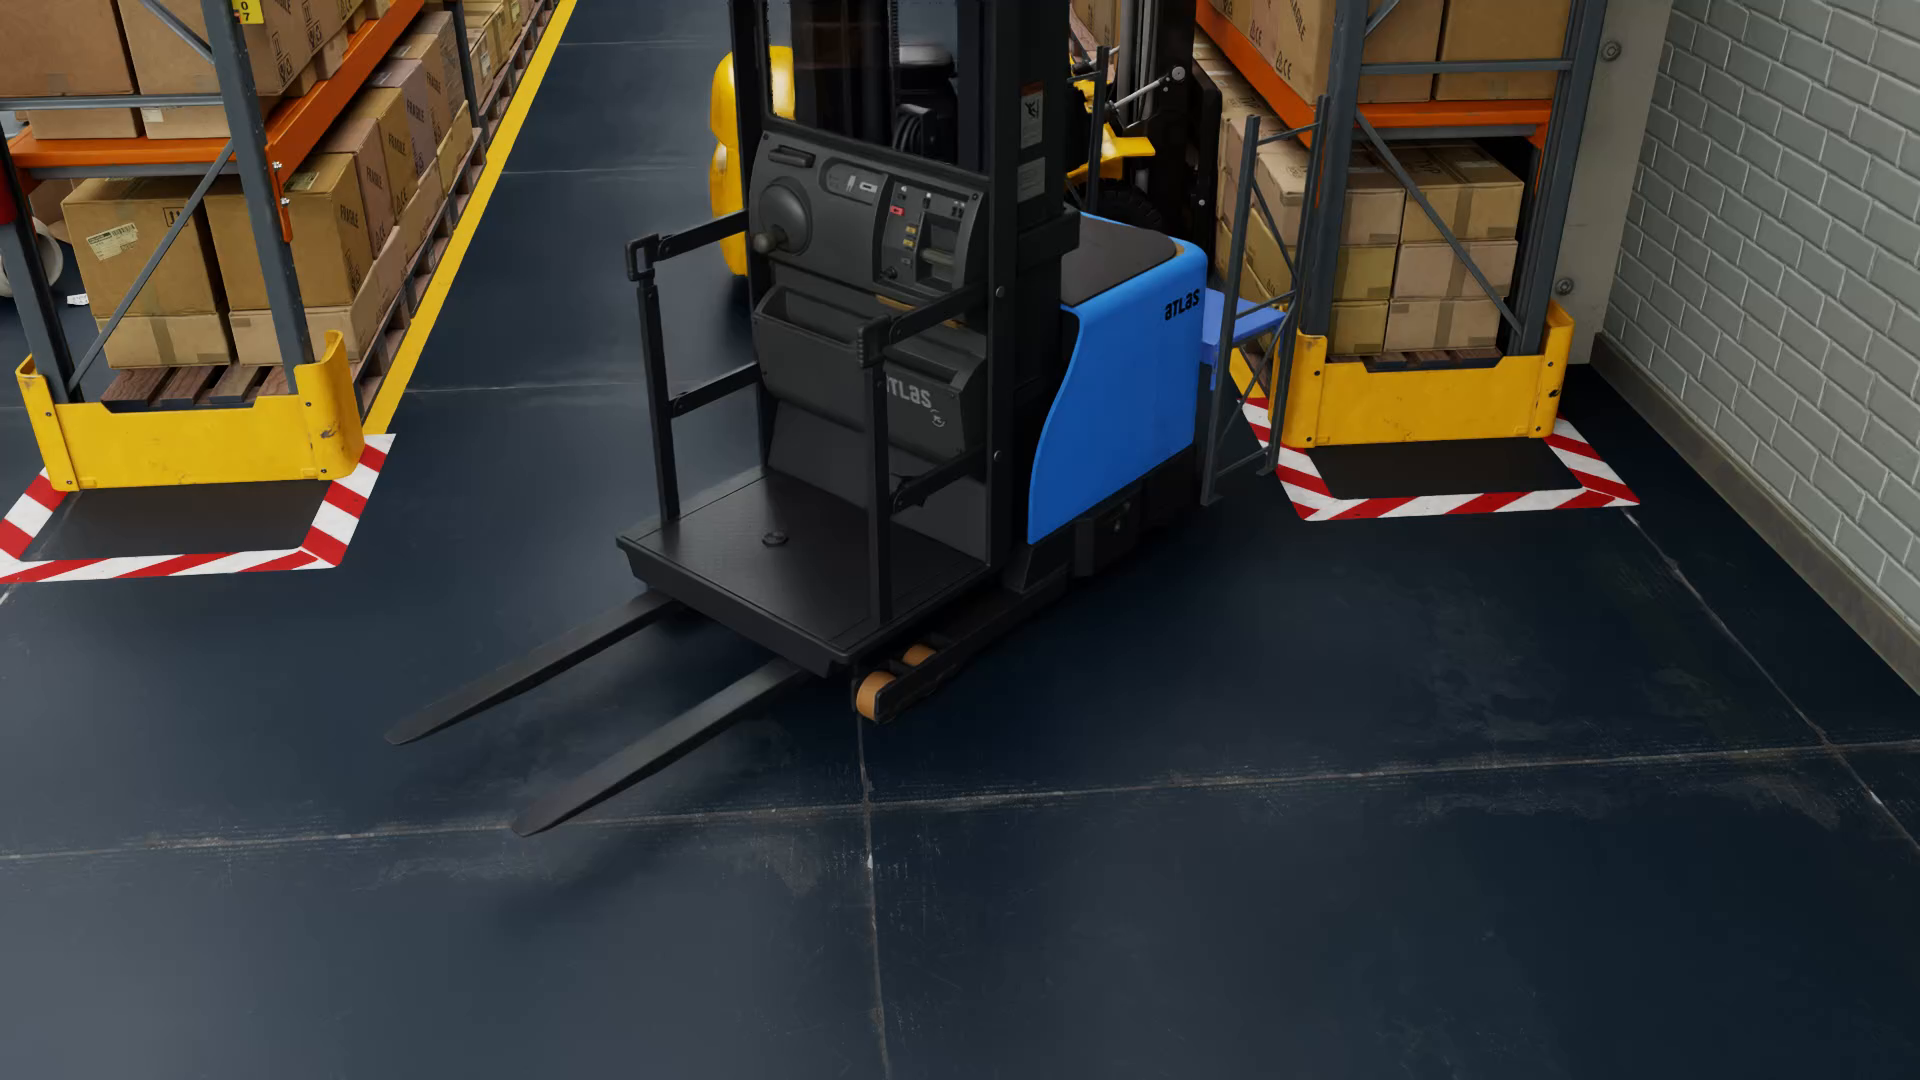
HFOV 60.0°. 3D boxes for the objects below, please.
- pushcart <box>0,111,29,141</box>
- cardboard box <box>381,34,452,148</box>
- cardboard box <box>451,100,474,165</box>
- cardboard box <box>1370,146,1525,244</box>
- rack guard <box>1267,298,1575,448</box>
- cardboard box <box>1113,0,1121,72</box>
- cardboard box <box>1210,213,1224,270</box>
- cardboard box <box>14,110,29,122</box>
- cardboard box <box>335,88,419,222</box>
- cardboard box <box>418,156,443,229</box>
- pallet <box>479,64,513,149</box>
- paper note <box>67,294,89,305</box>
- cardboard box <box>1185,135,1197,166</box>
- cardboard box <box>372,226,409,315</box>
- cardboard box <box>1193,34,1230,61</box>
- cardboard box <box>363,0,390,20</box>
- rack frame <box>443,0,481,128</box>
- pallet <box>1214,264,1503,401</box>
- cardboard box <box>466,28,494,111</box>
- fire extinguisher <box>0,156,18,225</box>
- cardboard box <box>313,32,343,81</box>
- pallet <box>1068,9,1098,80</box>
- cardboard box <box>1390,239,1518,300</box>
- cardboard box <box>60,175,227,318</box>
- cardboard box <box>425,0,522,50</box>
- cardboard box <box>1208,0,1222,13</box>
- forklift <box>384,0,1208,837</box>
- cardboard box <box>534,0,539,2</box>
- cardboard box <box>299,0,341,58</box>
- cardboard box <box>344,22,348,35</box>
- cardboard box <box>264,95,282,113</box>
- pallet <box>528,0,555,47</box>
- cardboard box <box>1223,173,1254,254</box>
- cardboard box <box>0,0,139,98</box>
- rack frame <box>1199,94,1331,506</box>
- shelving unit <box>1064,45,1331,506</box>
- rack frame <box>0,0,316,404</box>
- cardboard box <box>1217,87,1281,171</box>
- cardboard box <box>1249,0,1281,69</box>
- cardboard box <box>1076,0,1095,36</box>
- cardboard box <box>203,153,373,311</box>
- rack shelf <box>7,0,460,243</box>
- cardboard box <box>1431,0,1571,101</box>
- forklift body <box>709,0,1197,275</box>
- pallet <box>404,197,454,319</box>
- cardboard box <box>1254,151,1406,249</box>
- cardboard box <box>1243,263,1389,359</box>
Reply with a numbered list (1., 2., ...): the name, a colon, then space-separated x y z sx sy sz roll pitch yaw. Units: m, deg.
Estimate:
1. pushcart: -5.672 -2.336 9.792 1.648 0.377 0.936 -14 33 -22
2. cardboard box: -3.035 -2.369 8.832 0.500 0.500 0.500 -2 31 -4
3. cardboard box: -3.084 -2.307 9.459 0.500 0.250 0.500 -1 31 -2
4. cardboard box: 2.052 -1.477 7.095 0.500 0.250 0.500 -3 31 -5
5. rack guard: 1.911 -0.708 6.948 1.175 0.500 0.348 -3 31 -5
6. cardboard box: 1.475 -3.263 10.693 0.875 0.625 0.625 -1 31 -2
7. cardboard box: 1.475 -1.528 8.156 0.500 0.250 0.500 -2 31 -4
8. cardboard box: -5.176 -2.748 9.624 0.500 0.500 0.500 -3 31 -5
9. cardboard box: -2.928 -1.836 7.939 0.500 0.500 0.500 -2 31 -4
10. cardboard box: -2.981 -1.776 8.570 0.500 0.250 0.500 -2 31 -4
11. pallet: -3.481 -2.796 10.726 1.003 0.211 1.213 -3 31 -5
12. paper note: -4.341 -1.200 8.230 0.142 0.019 0.148 -14 33 -22
13. cardboard box: 1.403 -2.016 8.485 0.500 0.250 0.500 -3 31 -5
14. cardboard box: -2.873 -1.240 7.672 0.500 0.250 0.500 -2 31 -3
15. cardboard box: 1.363 -2.488 8.787 0.500 0.250 0.500 -2 31 -3
16. cardboard box: -2.921 -2.559 7.853 0.380 0.149 0.250 -2 31 -4
17. rack frame: -3.407 -3.596 9.345 1.000 3.000 0.127 -3 31 -5
18. pallet: 1.795 -0.985 7.693 1.003 0.211 1.213 -3 31 -5
19. cardboard box: -3.458 -2.916 10.360 0.950 0.372 0.625 -2 31 -4
20. fire extinguisher: -3.481 -1.440 5.812 0.296 0.674 0.183 -3 31 -5
21. cardboard box: -2.818 -2.029 6.966 0.380 0.149 0.250 -2 31 -4
22. pallet: 1.310 -3.637 12.134 1.003 0.211 1.213 -3 31 -5
23. cardboard box: 2.071 -1.258 7.216 0.500 0.250 0.500 -2 31 -4
24. cardboard box: -3.368 -1.272 6.995 0.500 0.500 0.500 -3 31 -4
25. cardboard box: -3.596 -3.638 11.568 0.950 0.372 0.625 -2 31 -3
26. cardboard box: 1.456 -2.858 8.013 0.500 0.500 0.500 -3 31 -4
27. forklift: -0.443 -0.969 5.013 1.130 2.935 3.031 24 38 34
28. cardboard box: -3.738 -4.402 12.847 0.950 0.372 0.625 -5 31 -8
29. cardboard box: -2.853 -2.244 6.694 0.500 0.500 0.500 -2 31 -3
30. cardboard box: -2.961 -2.291 7.406 0.380 0.149 0.250 -2 31 -3
31. cardboard box: -2.897 -1.758 6.513 0.380 0.149 0.250 -2 31 -4
32. pallet: -3.709 -4.042 12.812 1.003 0.211 1.213 -3 31 -5
33. cardboard box: 1.516 -1.498 7.618 0.500 0.250 0.500 -3 31 -5
34. cardboard box: -3.358 -1.988 6.266 0.500 0.500 0.500 -3 31 -5
35. rack frame: 1.135 -0.875 6.223 0.032 1.500 0.500 25 36 36
36. shelving unit: 0.761 -1.051 6.519 1.048 1.500 0.538 25 36 36
37. rack frame: -3.033 -1.554 5.926 1.000 3.000 0.127 -3 31 -5
38. cardboard box: 1.444 -1.960 7.904 0.500 0.250 0.500 -2 31 -4
39. cardboard box: 1.562 -2.341 7.146 0.500 0.500 0.500 -2 31 -3
40. cardboard box: 1.338 -4.043 12.000 0.875 0.625 0.625 -4 31 -7
41. cardboard box: -2.836 -1.313 7.064 0.500 0.500 0.500 -4 31 -6
42. rack shelf: -3.220 -2.266 7.820 1.077 0.370 4.000 -3 31 -5
43. cardboard box: 2.139 -2.103 6.748 0.500 0.500 0.500 -2 31 -3
44. forklift body: -0.085 -2.310 8.020 2.313 2.155 1.214 -3 31 -5
45. pallet: -3.192 -1.434 8.444 1.003 0.211 1.213 -3 31 -5
46. cardboard box: 1.555 -1.443 7.037 0.500 0.250 0.500 -2 31 -3
47. cardboard box: 1.550 -1.018 7.301 0.500 0.250 0.500 -3 31 -4
